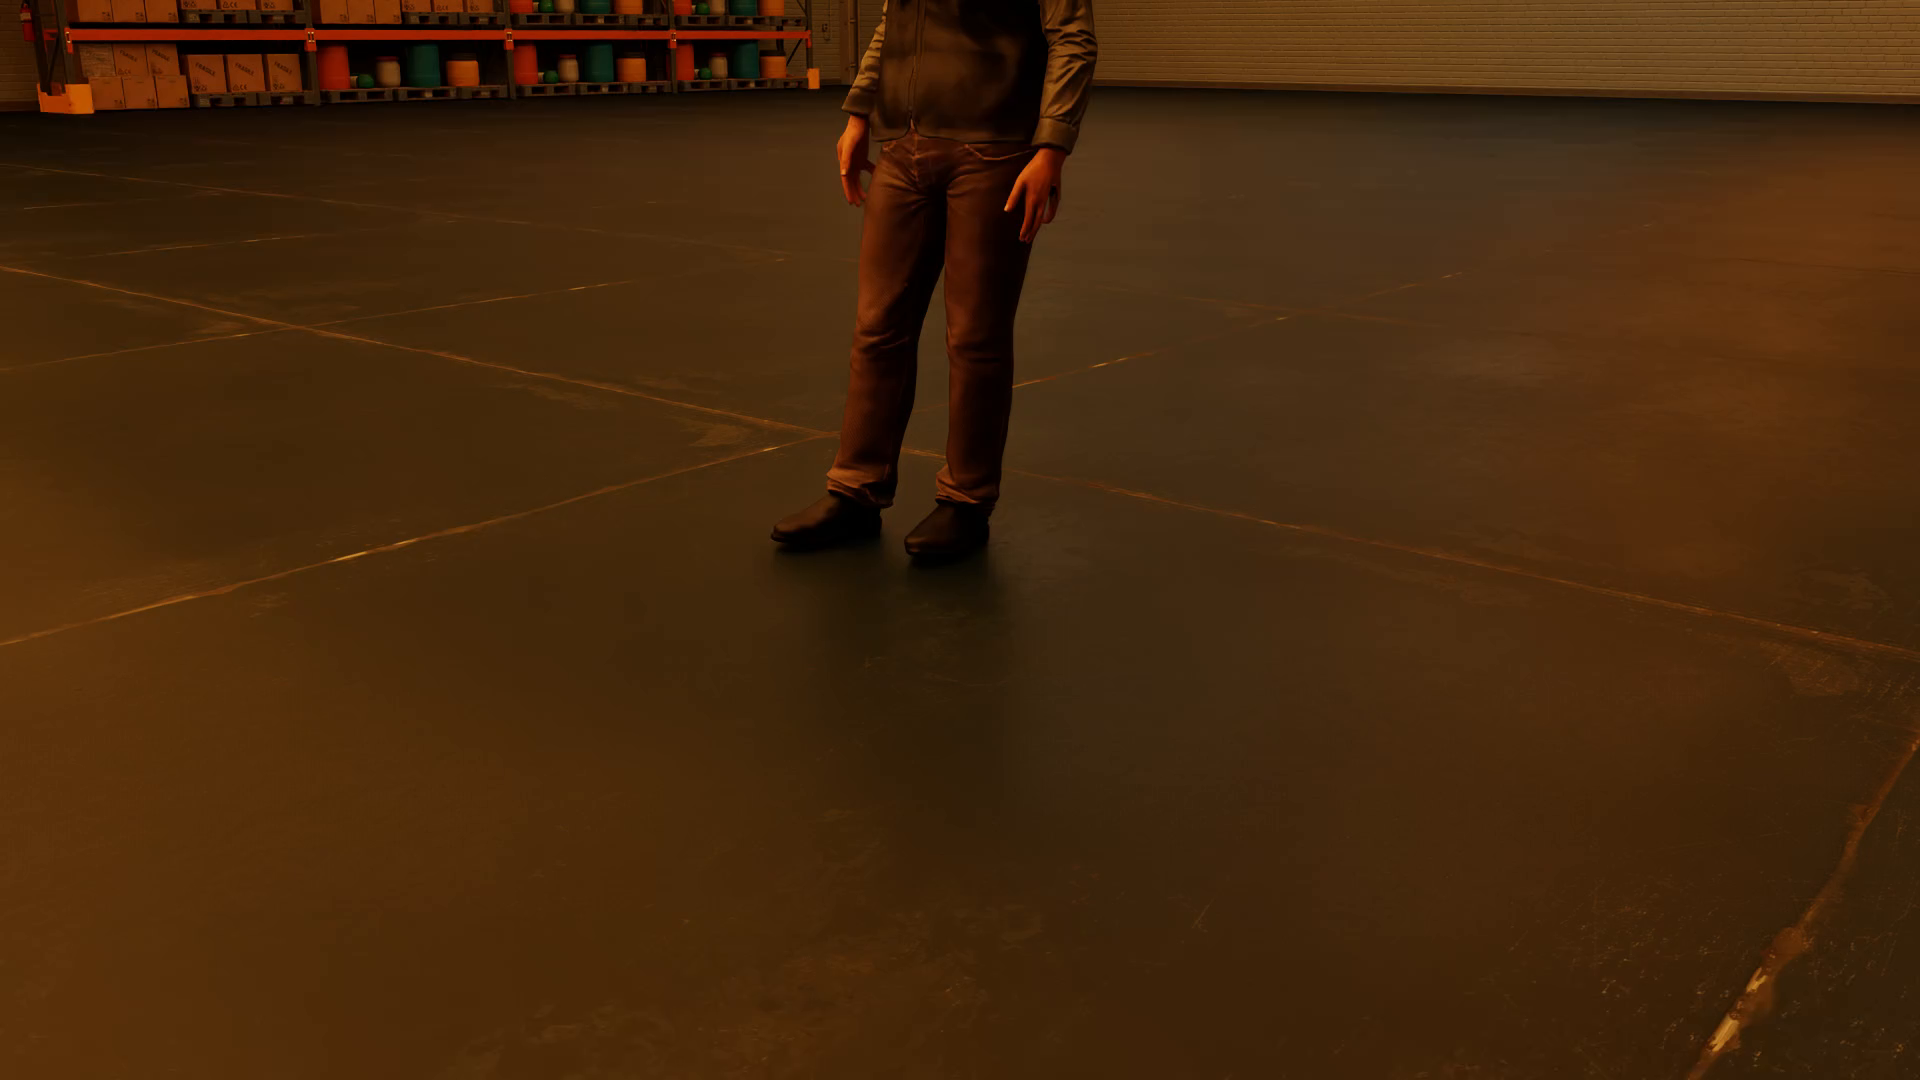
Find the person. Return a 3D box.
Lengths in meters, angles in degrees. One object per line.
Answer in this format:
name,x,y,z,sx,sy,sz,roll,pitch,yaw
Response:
person,-0.046,-0.818,3.649,0.632,1.720,0.568,13,21,37
